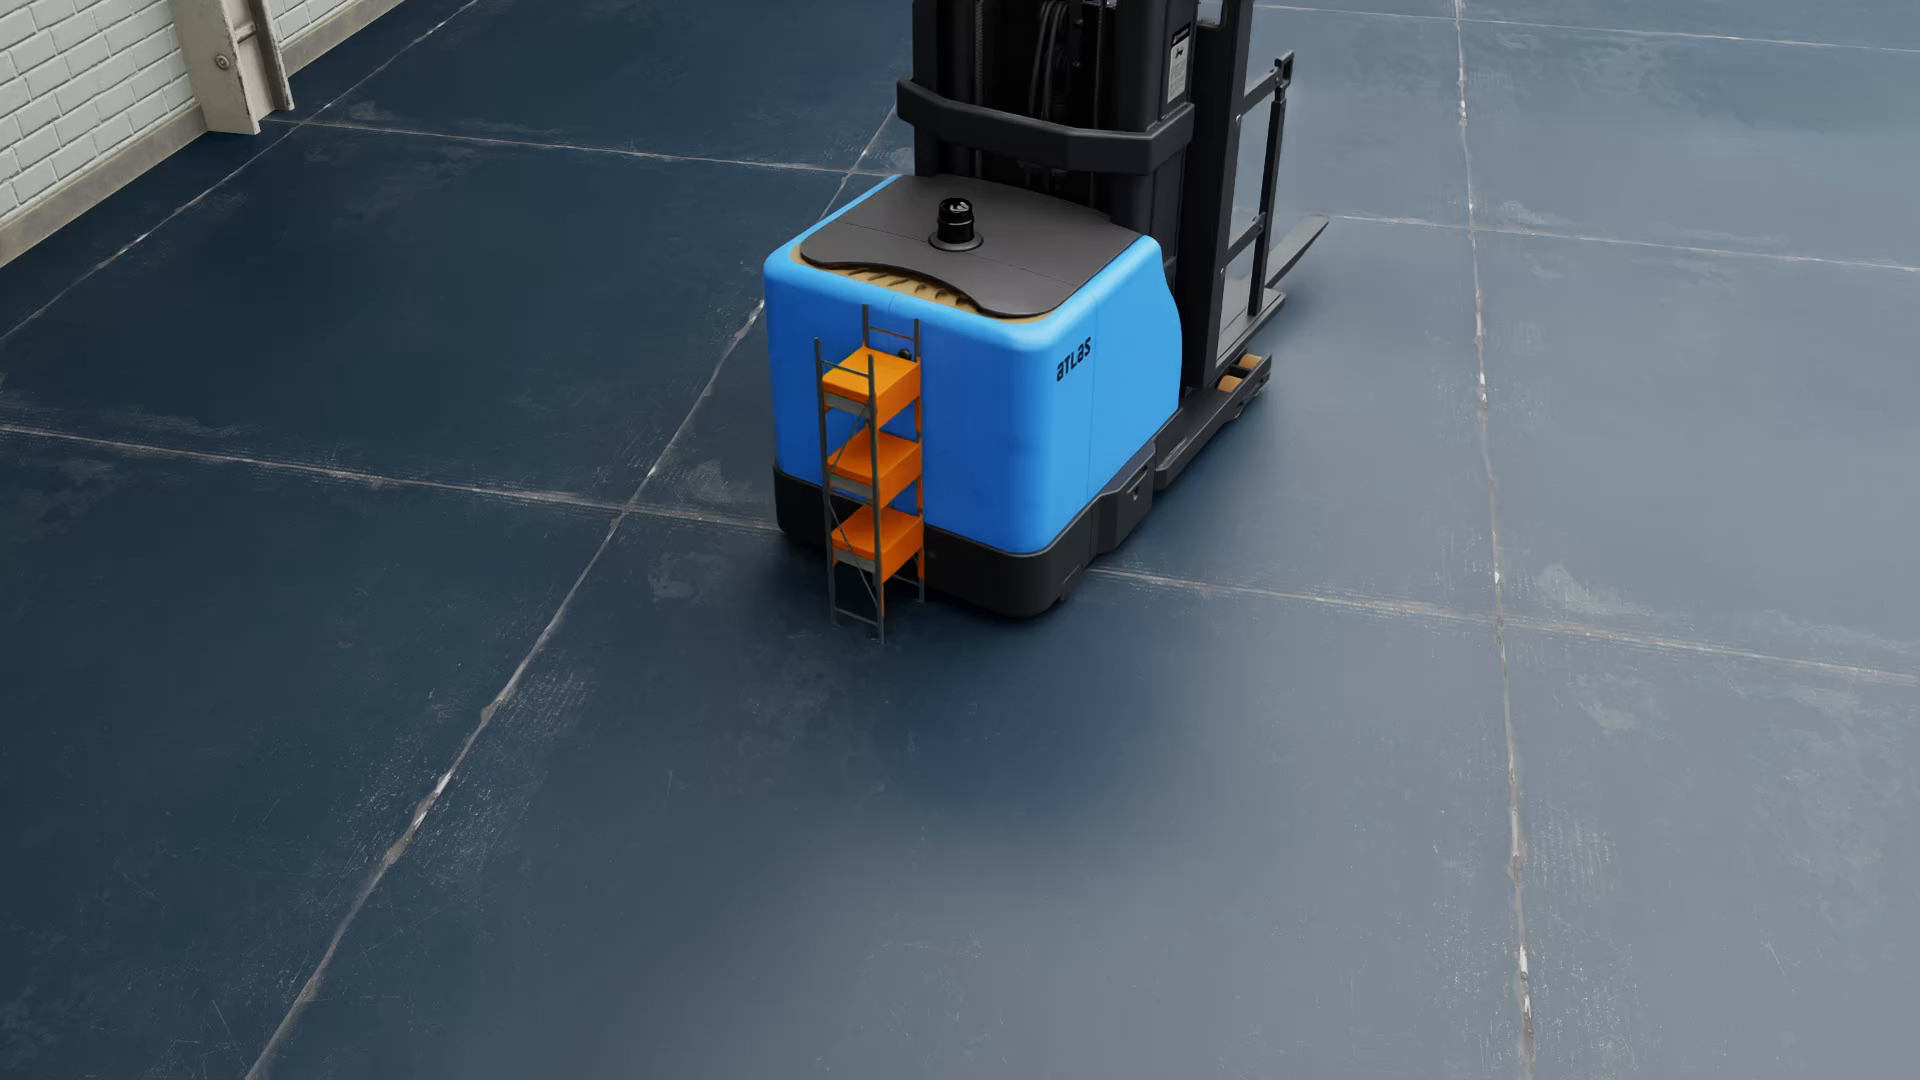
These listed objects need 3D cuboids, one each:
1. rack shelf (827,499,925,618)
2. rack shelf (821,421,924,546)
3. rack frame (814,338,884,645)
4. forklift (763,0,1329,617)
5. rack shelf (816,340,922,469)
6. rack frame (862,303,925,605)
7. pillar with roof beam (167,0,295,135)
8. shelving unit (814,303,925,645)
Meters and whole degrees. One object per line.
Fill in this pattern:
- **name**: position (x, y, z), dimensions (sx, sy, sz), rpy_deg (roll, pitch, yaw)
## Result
- **rack shelf**: position (-0.267, 0.050, 5.279), dimensions (0.215, 0.259, 0.240), rpy_deg (19, 40, 25)
- **rack shelf**: position (-0.267, -0.175, 5.116), dimensions (0.215, 0.259, 0.240), rpy_deg (19, 40, 25)
- **rack frame**: position (-0.330, -0.123, 5.025), dimensions (0.200, 1.050, 0.008), rpy_deg (19, 40, 25)
- **forklift**: position (0.563, -1.779, 5.707), dimensions (1.130, 2.935, 3.031), rpy_deg (19, 40, 25)
- **rack shelf**: position (-0.267, -0.405, 4.949), dimensions (0.215, 0.259, 0.240), rpy_deg (19, 40, 25)
- **rack frame**: position (-0.204, -0.245, 5.194), dimensions (0.200, 1.050, 0.008), rpy_deg (19, 40, 25)
- **pillar with roof beam**: position (0.425, -5.347, 5.460), dimensions (9.100, 9.000, 0.400), rpy_deg (7, 37, 10)
- **shelving unit**: position (-0.267, -0.184, 5.109), dimensions (0.215, 1.050, 0.252), rpy_deg (19, 40, 25)
